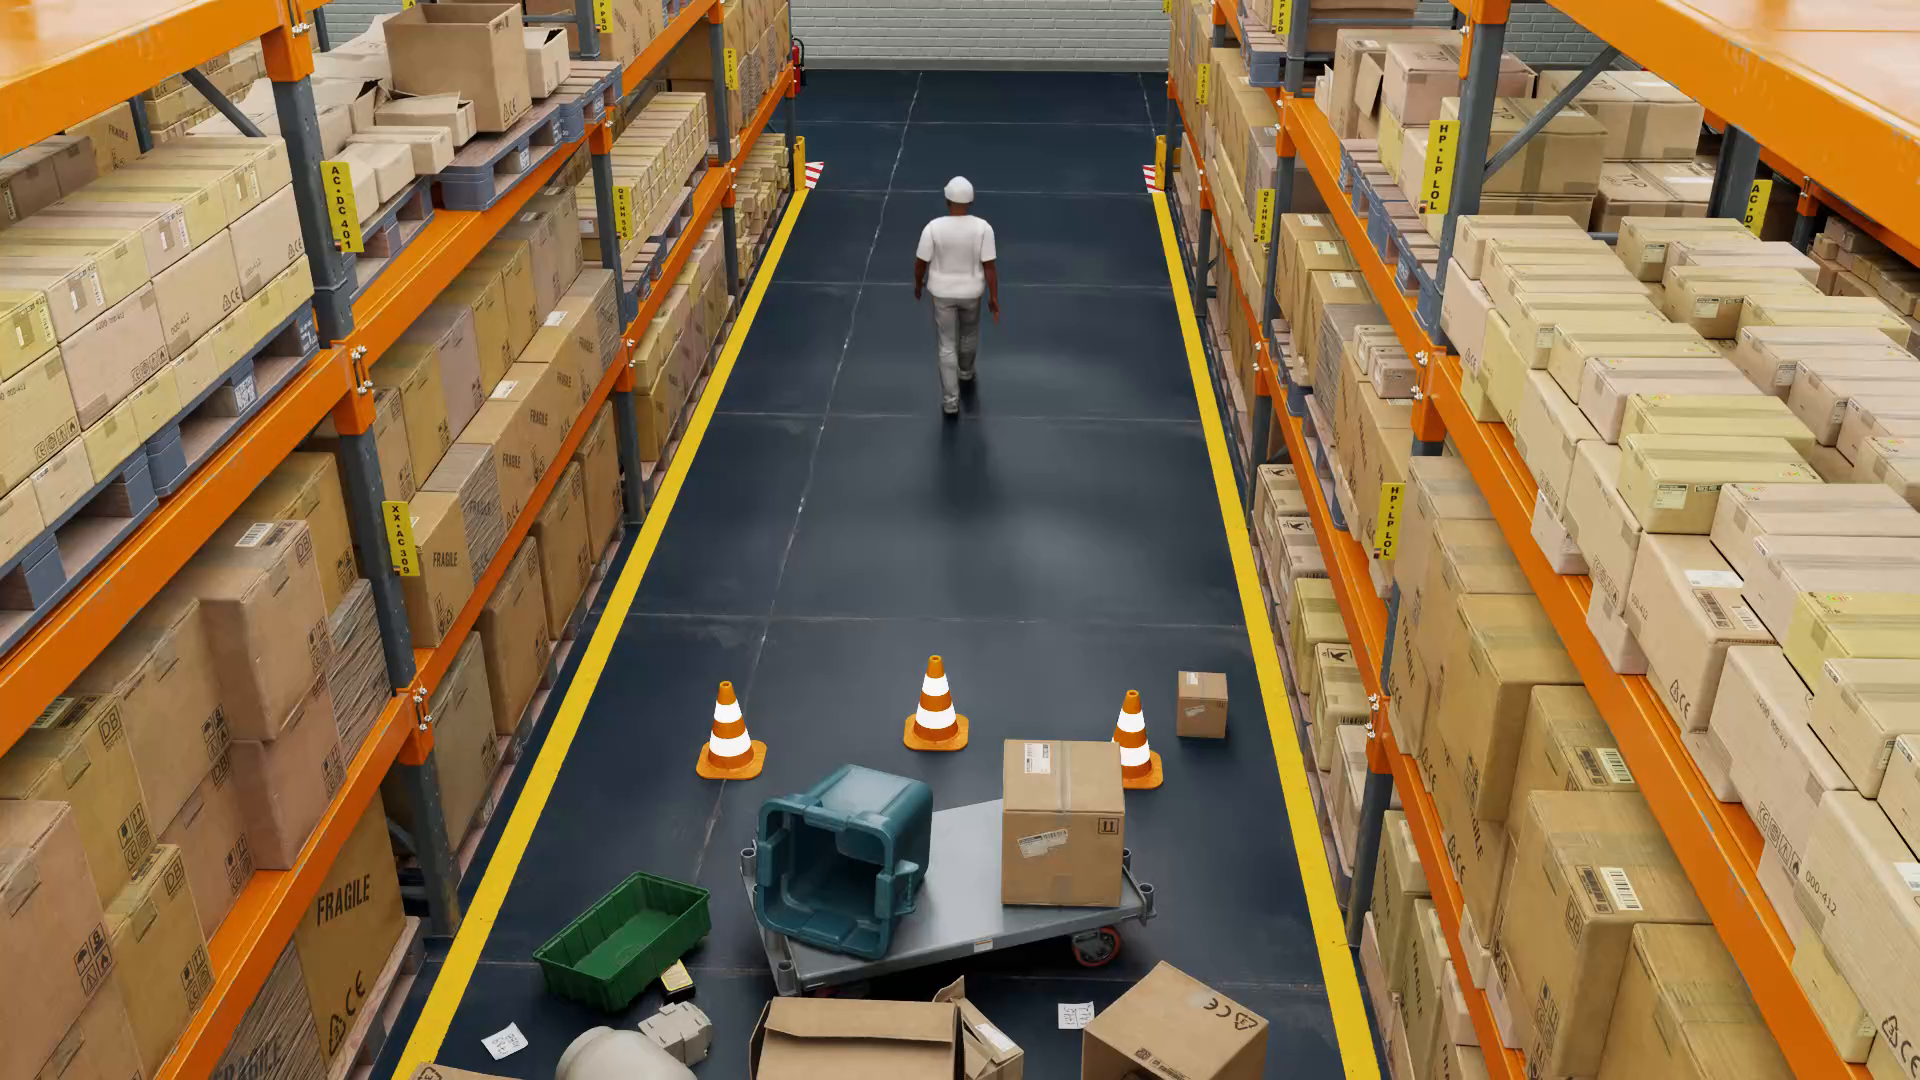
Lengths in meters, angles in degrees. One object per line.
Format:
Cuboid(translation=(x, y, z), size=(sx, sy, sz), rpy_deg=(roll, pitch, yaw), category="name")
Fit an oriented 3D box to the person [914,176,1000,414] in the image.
Cuboid(translation=(-0.039, -1.904, 12.414), size=(0.612, 1.710, 0.989), rpy_deg=(-3, 28, -6), category="person")
